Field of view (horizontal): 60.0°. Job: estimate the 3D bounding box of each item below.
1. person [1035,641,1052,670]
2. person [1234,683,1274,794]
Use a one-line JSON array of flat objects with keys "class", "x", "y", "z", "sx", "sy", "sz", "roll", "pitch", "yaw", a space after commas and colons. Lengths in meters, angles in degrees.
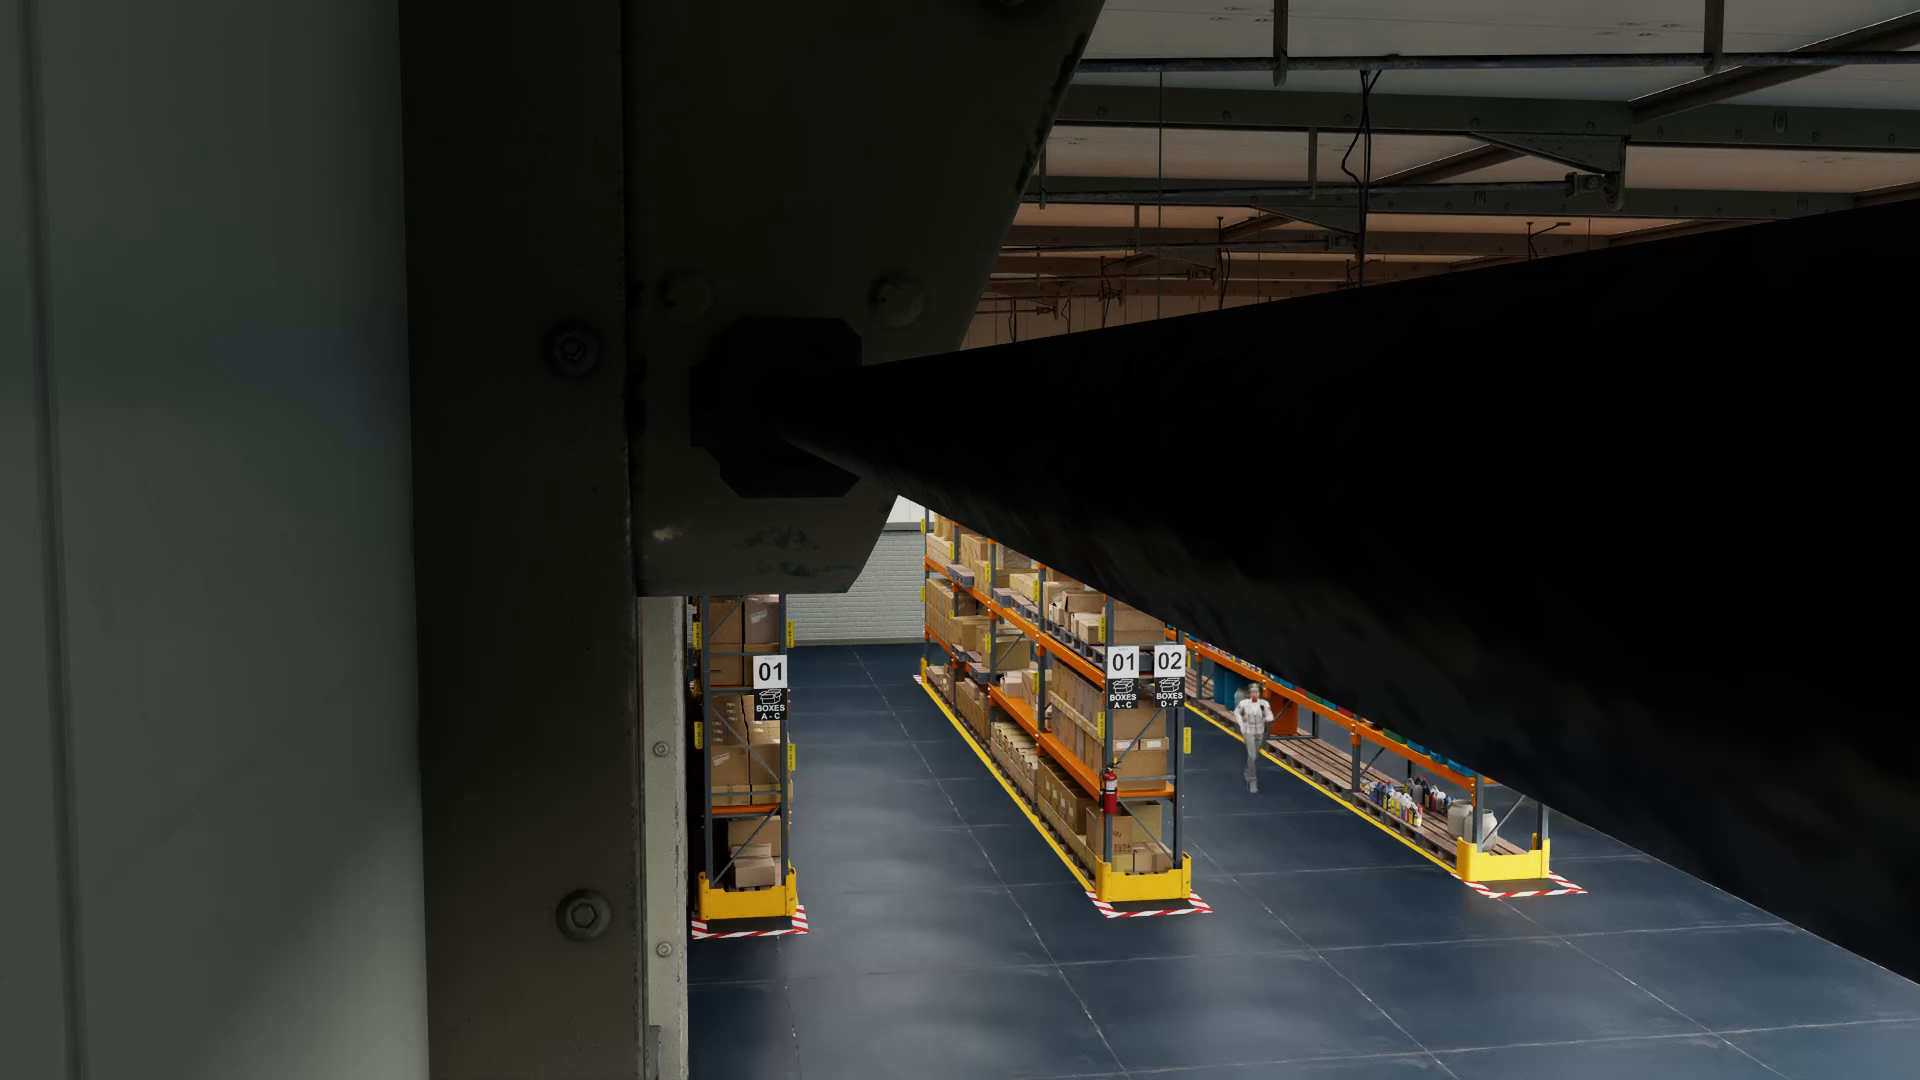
[{"class": "person", "x": 1.796, "y": 2.081, "z": 35.799, "sx": 0.614, "sy": 1.727, "sz": 0.922, "roll": -1, "pitch": 5, "yaw": -14}, {"class": "person", "x": 4.740, "y": 3.146, "z": 26.703, "sx": 0.585, "sy": 1.751, "sz": 0.774, "roll": -1, "pitch": 5, "yaw": -6}]
